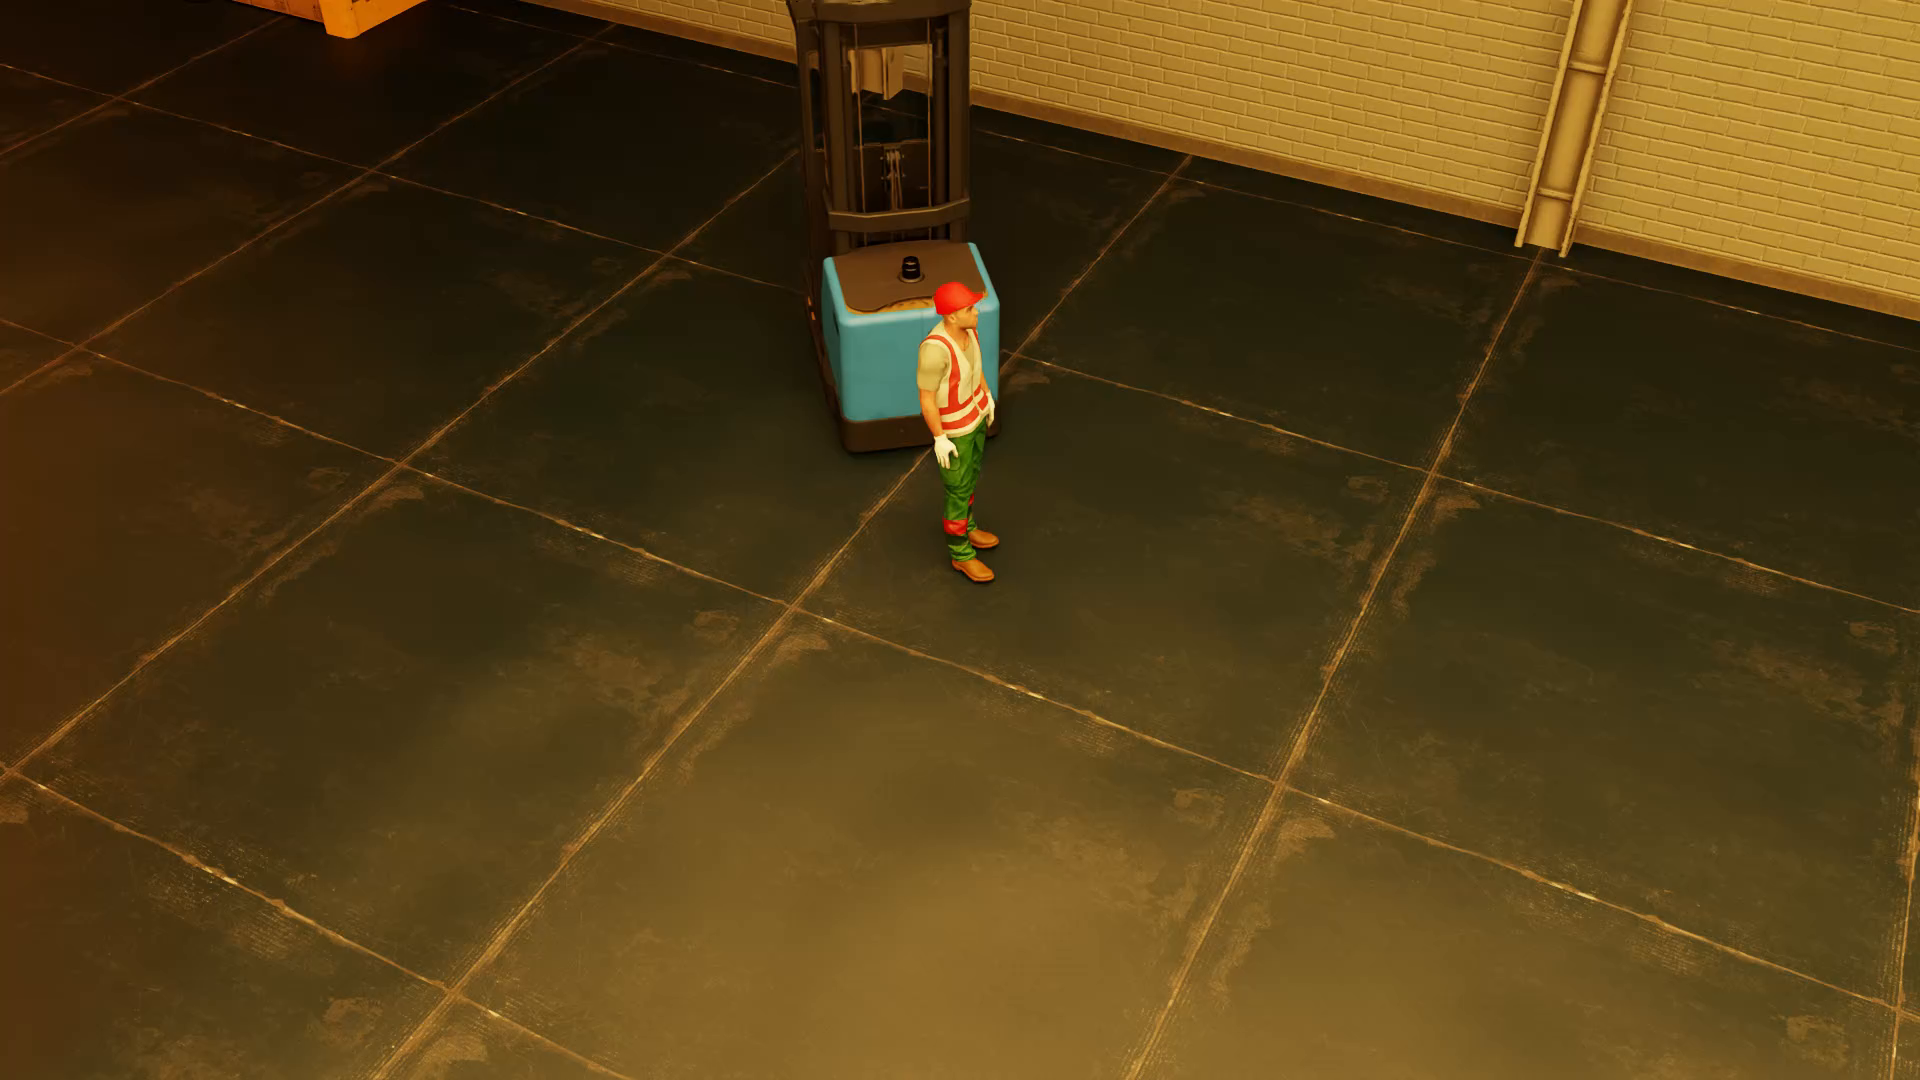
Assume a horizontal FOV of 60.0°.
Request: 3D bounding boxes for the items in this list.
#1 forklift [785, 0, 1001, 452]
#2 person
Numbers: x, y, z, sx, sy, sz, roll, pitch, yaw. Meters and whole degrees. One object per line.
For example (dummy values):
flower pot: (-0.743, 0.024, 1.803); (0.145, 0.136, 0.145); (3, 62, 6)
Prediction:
forklift: (-0.531, -2.647, 11.129); (1.130, 2.935, 3.031); (-7, 41, -9)
person: (0.068, -0.659, 9.644); (0.560, 1.787, 0.638); (18, 43, 21)
